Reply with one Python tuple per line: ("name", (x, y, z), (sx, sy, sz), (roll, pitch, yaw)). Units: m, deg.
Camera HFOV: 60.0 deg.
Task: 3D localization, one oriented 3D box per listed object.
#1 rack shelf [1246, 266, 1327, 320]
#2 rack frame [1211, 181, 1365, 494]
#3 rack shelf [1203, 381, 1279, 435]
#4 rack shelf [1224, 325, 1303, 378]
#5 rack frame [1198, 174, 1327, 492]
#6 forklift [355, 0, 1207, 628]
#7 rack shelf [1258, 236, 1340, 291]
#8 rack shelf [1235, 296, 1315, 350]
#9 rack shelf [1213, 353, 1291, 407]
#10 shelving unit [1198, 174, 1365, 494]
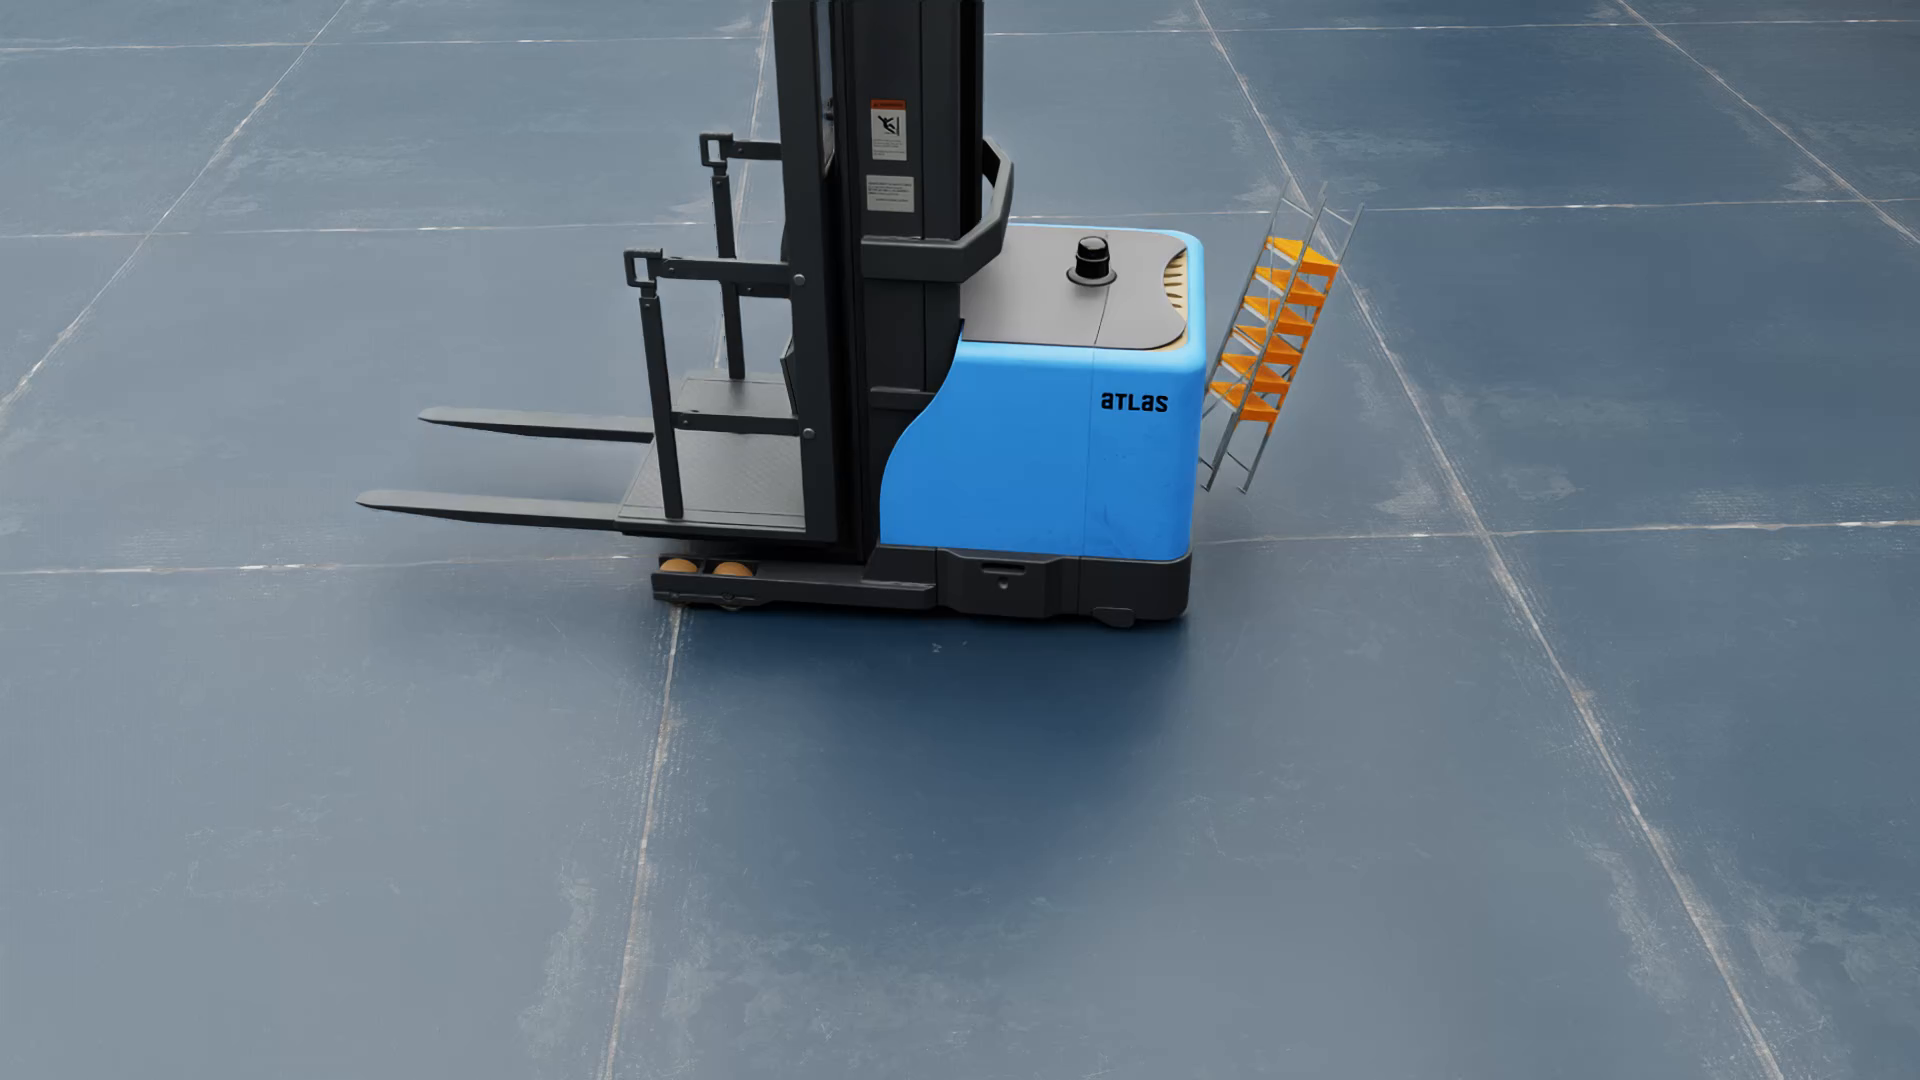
("rack shelf", (1.212, -0.926, 6.206), (0.180, 0.103, 0.258), (2, 30, -31))
("rack frame", (1.235, -0.756, 6.337), (0.006, 1.200, 0.240), (2, 30, -31))
("rack shelf", (1.076, -0.514, 6.412), (0.180, 0.103, 0.258), (2, 30, -31))
("rack shelf", (1.144, -0.720, 6.309), (0.180, 0.103, 0.258), (2, 30, -31))
("rack frame", (1.078, -0.761, 6.243), (0.006, 1.200, 0.240), (2, 30, -31))
("forklift", (-0.666, -1.255, 5.488), (3.031, 2.935, 1.130), (4, 35, 5))
("rack shelf", (1.246, -1.029, 6.155), (0.180, 0.103, 0.258), (2, 30, -31))
("rack shelf", (1.178, -0.823, 6.258), (0.180, 0.103, 0.258), (2, 30, -31))
("rack shelf", (1.110, -0.617, 6.361), (0.180, 0.103, 0.258), (2, 30, -31))
("shelving unit", (1.156, -0.758, 6.290), (0.189, 1.200, 0.258), (2, 30, -31))
